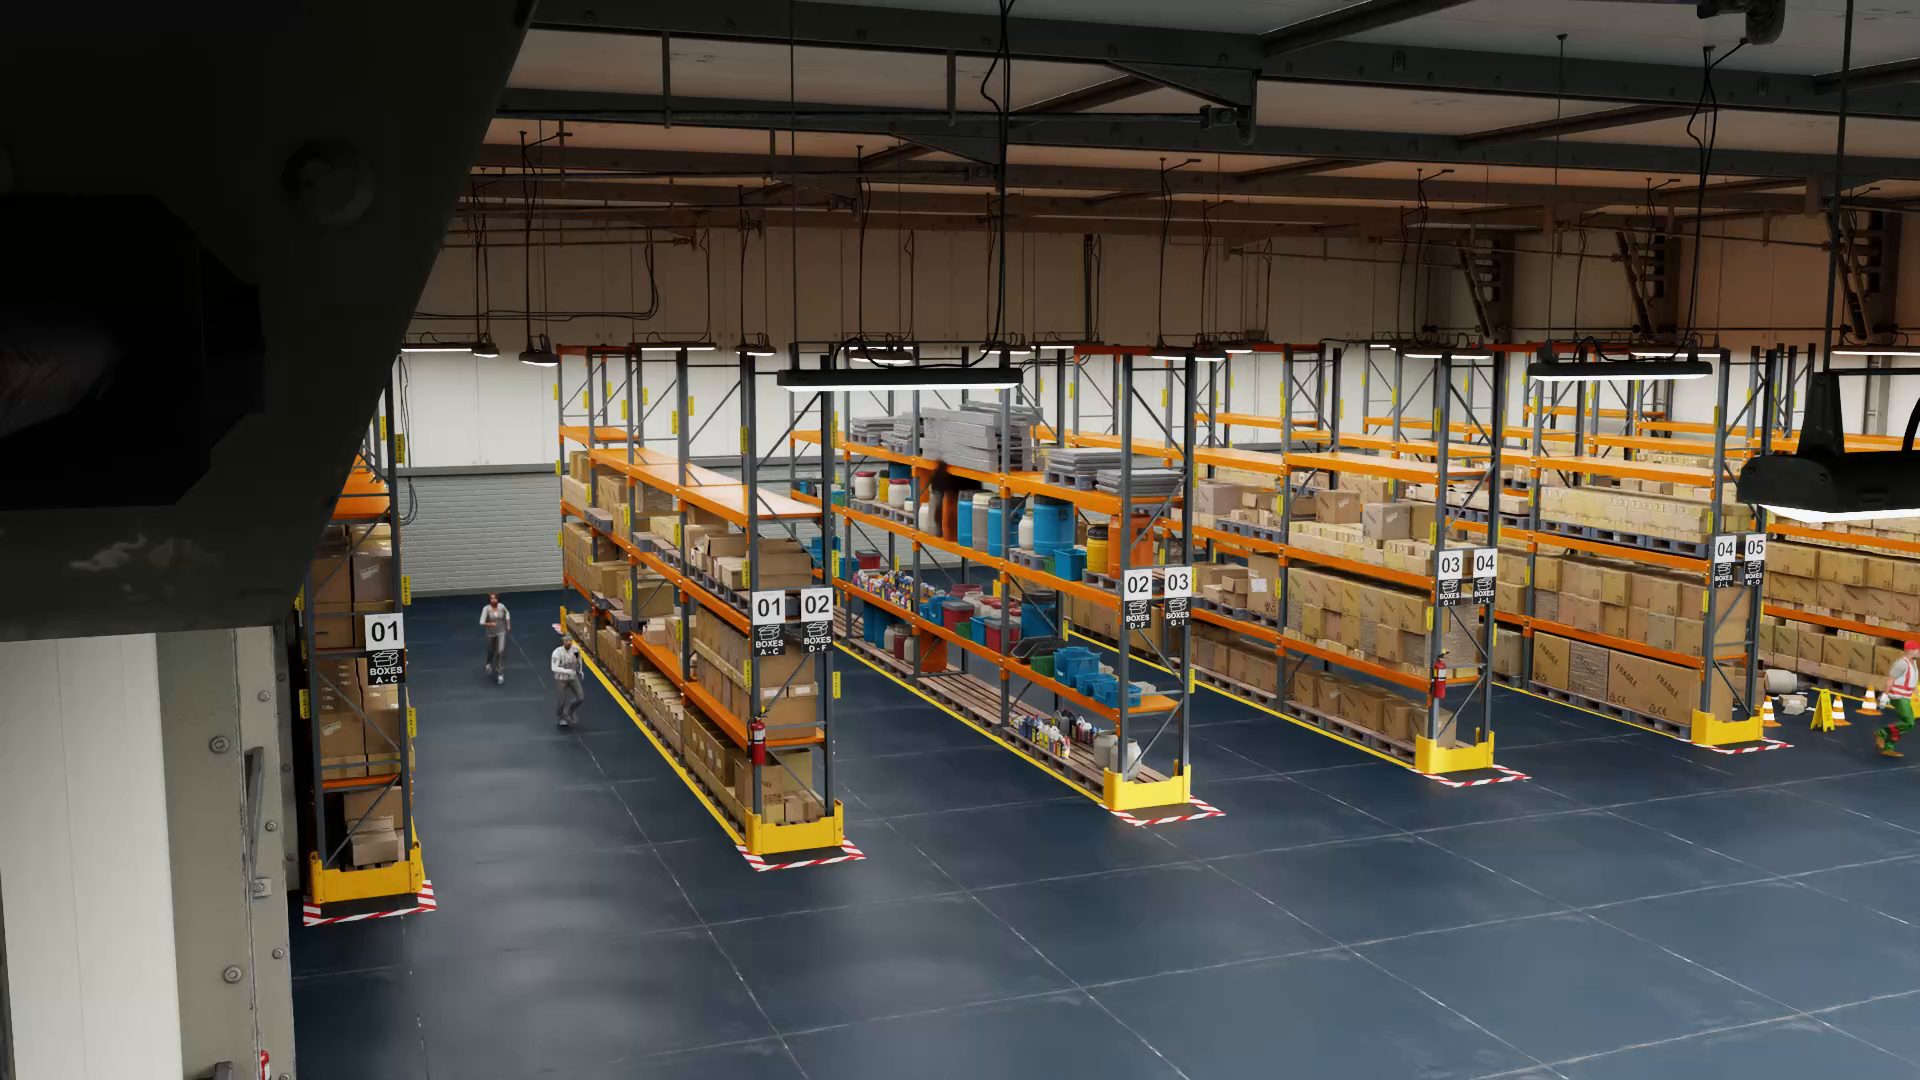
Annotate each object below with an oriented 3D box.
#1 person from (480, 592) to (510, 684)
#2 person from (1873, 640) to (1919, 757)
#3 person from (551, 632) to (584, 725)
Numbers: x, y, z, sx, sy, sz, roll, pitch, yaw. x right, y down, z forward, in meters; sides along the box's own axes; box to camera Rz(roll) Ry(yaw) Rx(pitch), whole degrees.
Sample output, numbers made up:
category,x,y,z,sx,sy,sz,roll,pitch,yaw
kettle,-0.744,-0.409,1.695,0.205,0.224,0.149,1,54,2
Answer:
category,x,y,z,sx,sy,sz,roll,pitch,yaw
person,-8.396,1.728,30.041,0.538,1.616,0.886,-3,8,-19
person,13.952,2.342,24.638,0.599,1.738,0.661,7,10,44
person,-6.217,2.198,26.383,0.613,1.583,0.839,-5,9,-35
